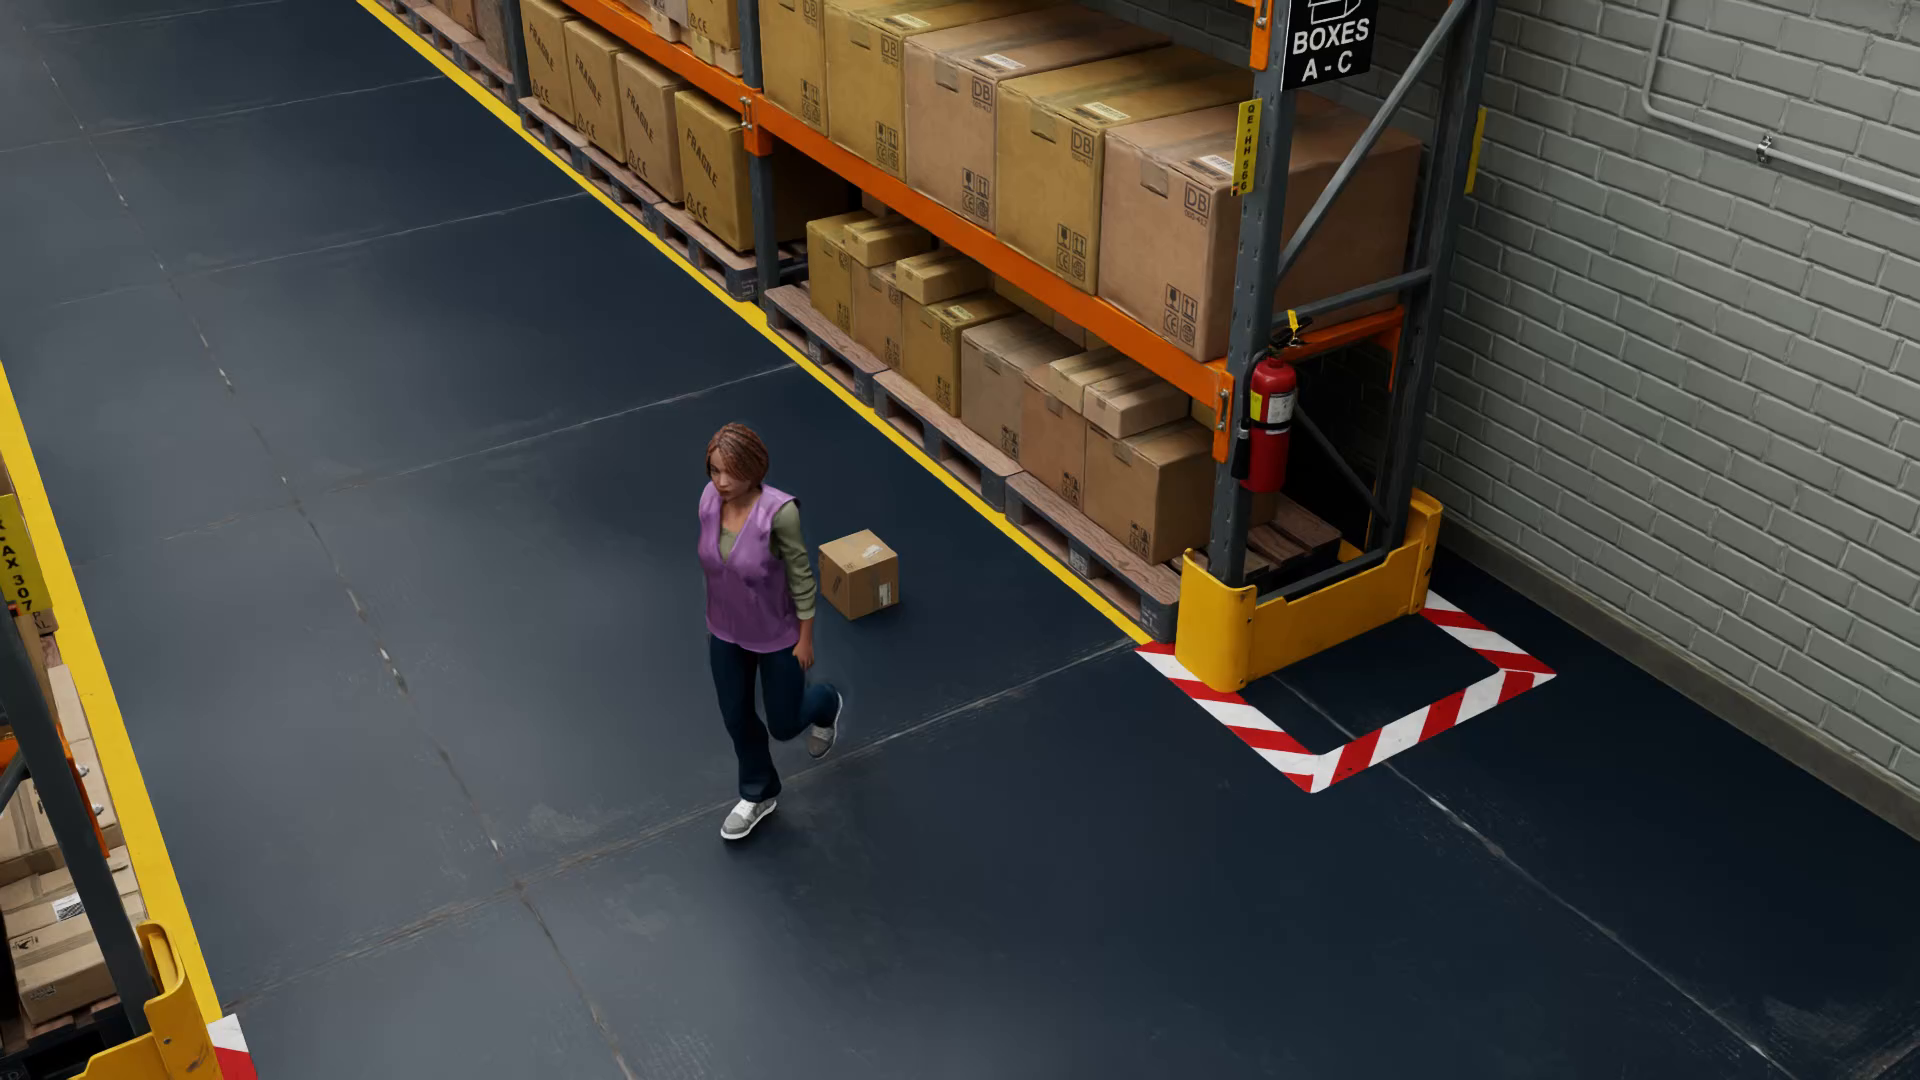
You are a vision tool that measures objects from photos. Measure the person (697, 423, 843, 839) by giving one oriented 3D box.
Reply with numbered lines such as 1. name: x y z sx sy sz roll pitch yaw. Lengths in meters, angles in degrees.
1. person: -0.647 0.274 5.691 0.425 1.580 0.629 15 36 21
